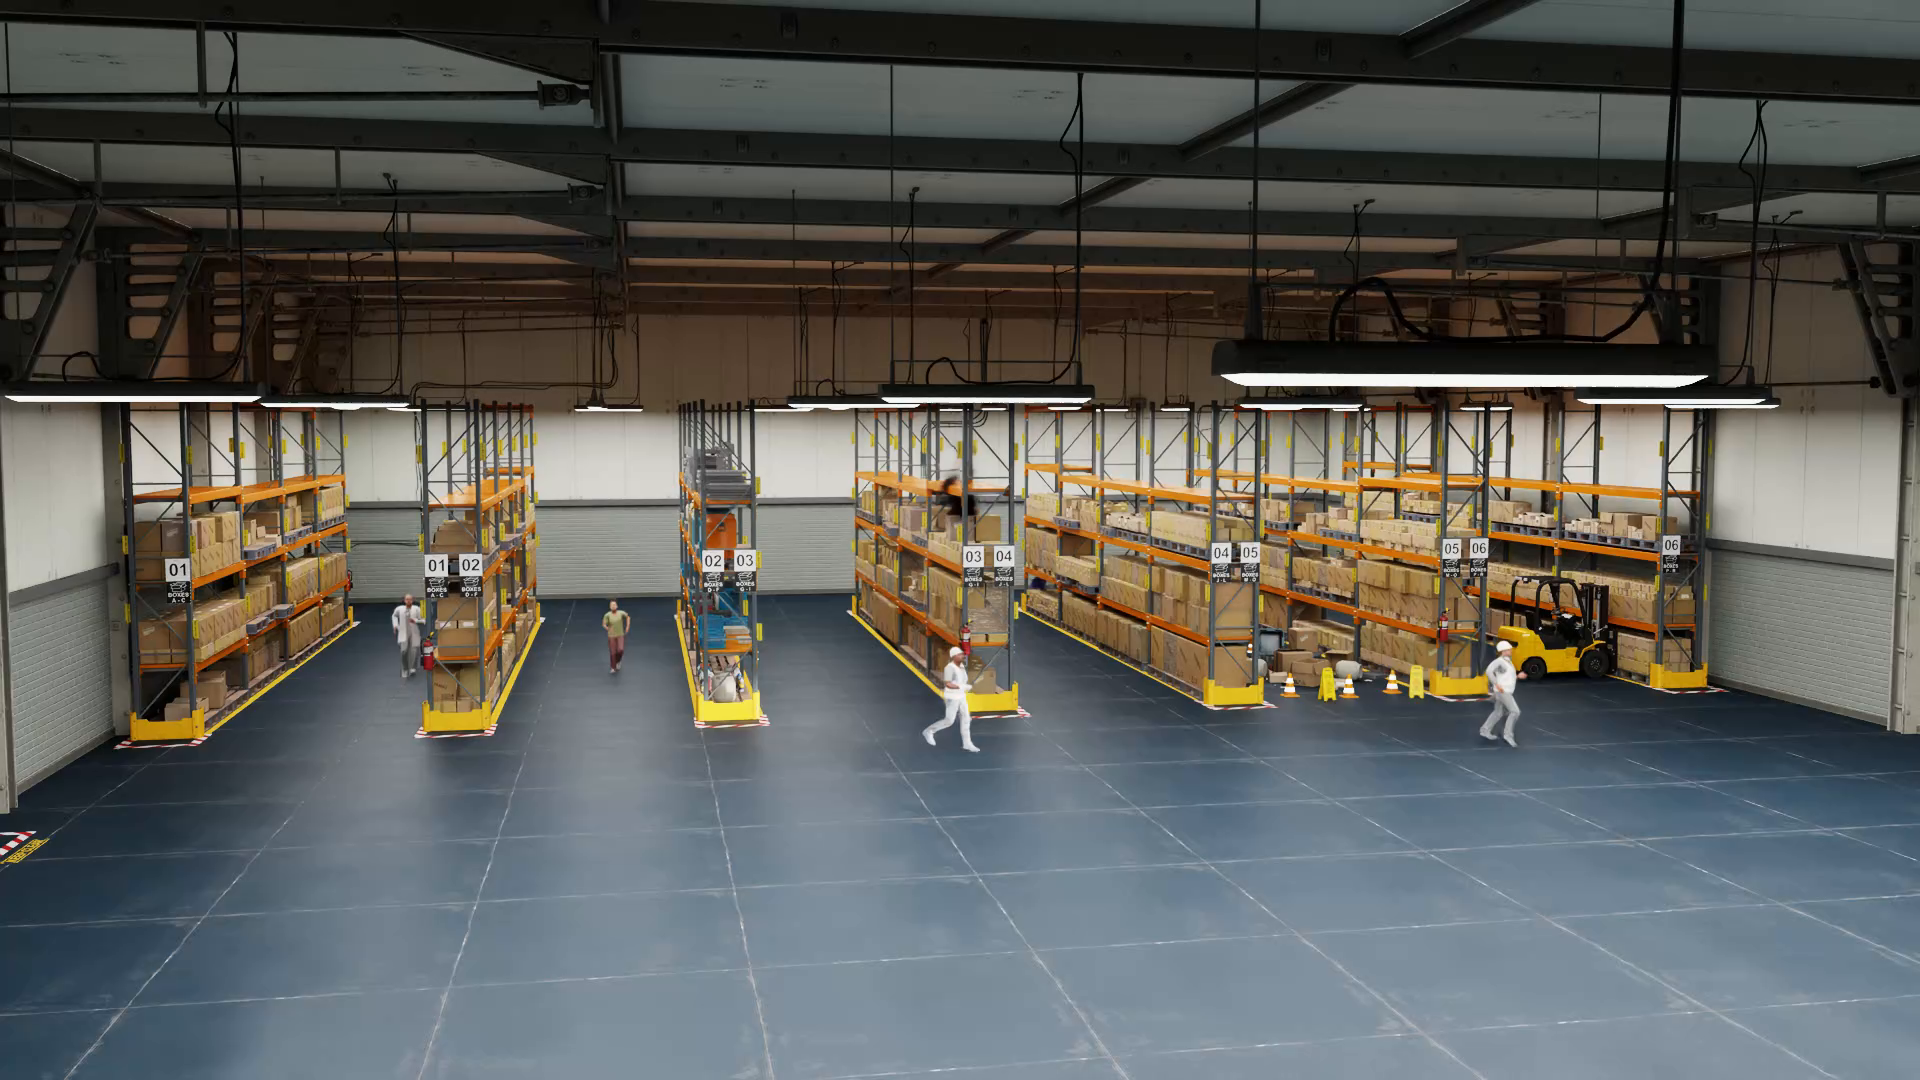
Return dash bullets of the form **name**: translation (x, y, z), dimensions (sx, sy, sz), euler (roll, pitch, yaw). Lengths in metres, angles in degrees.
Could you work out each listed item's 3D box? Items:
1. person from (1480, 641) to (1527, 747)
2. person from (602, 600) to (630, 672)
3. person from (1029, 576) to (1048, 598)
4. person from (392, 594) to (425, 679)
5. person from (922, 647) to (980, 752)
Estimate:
- **person**: translation (9.446, 2.667, 28.903), dimensions (0.777, 1.833, 0.638), euler (2, 5, 26)
- **person**: translation (-7.588, 2.133, 36.707), dimensions (0.596, 1.622, 0.716), euler (-1, 4, -12)
- **person**: translation (2.410, 1.188, 49.835), dimensions (1.004, 1.634, 0.583), euler (-1, 4, -17)
- **person**: translation (-12.019, 2.104, 36.271), dimensions (0.668, 1.842, 0.825), euler (-1, 5, -18)
- **person**: translation (-0.127, 2.699, 28.279), dimensions (0.985, 1.785, 0.692), euler (2, 5, 23)
